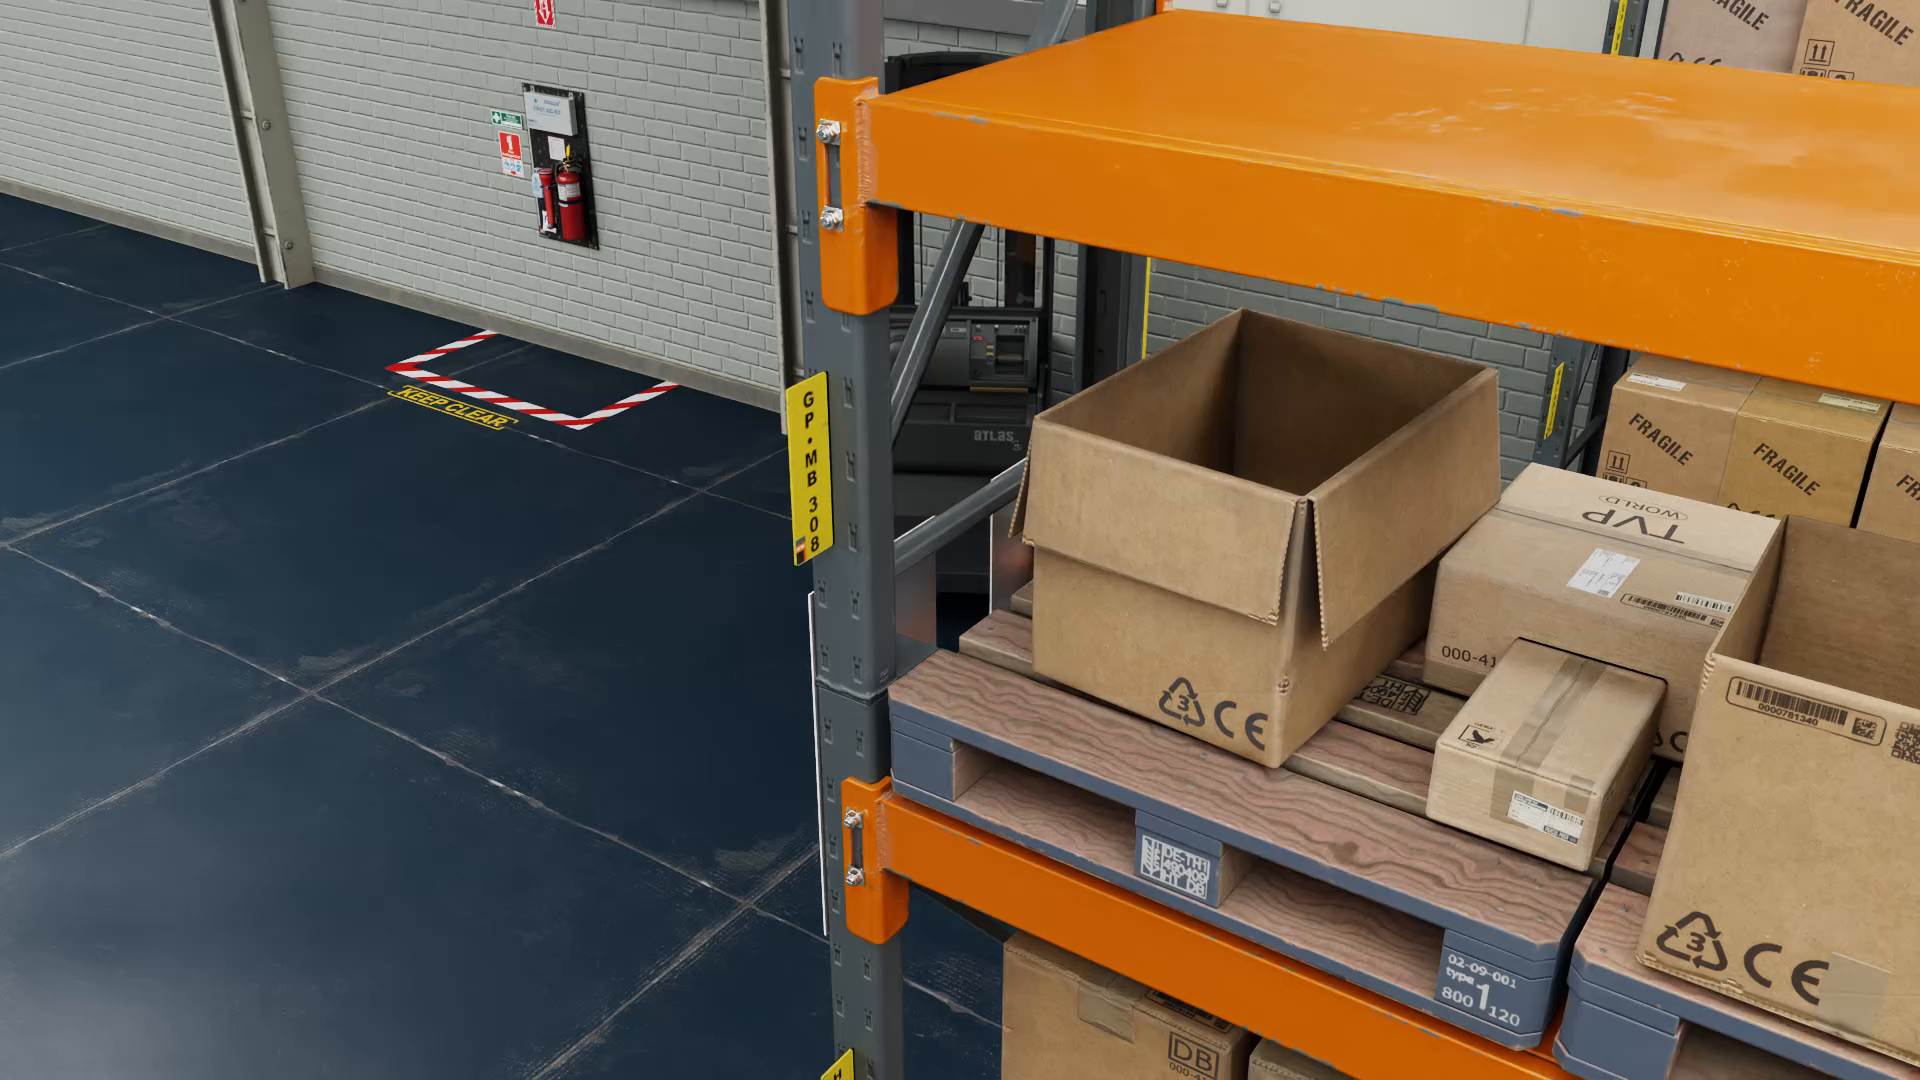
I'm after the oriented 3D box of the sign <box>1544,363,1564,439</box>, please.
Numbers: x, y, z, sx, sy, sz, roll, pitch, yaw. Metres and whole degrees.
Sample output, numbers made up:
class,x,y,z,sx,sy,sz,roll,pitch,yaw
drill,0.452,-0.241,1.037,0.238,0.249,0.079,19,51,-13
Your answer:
class,x,y,z,sx,sy,sz,roll,pitch,yaw
sign,2.560,-0.598,7.164,0.005,0.325,0.100,17,32,30

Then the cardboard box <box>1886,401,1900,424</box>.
class,x,y,z,sx,sy,sz,roll,pitch,yaw
cardboard box,3.785,-0.517,7.276,0.500,0.500,0.500,18,32,31

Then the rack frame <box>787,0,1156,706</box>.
class,x,y,z,sx,sy,sz,roll,pitch,yaw
rack frame,0.065,-1.236,2.757,0.127,3.000,1.000,17,32,30

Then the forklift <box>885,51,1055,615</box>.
class,x,y,z,sx,sy,sz,roll,pitch,yaw
forklift,-0.047,-1.025,9.032,1.130,2.935,3.031,2,27,4

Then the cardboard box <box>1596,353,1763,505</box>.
class,x,y,z,sx,sy,sz,roll,pitch,yaw
cardboard box,3.090,-0.457,7.157,0.500,0.500,0.500,17,32,30

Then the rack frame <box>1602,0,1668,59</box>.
class,x,y,z,sx,sy,sz,roll,pitch,yaw
rack frame,2.867,-3.089,6.398,0.127,3.000,1.000,17,32,30

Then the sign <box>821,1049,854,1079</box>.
class,x,y,z,sx,sy,sz,roll,pitch,yaw
sign,-0.254,1.222,3.499,0.005,0.325,0.100,17,32,30

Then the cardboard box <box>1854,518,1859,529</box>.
class,x,y,z,sx,sy,sz,roll,pitch,yaw
cardboard box,3.526,0.015,7.058,0.500,0.250,0.500,16,31,29

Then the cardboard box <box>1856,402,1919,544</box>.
class,x,y,z,sx,sy,sz,roll,pitch,yaw
cardboard box,3.914,-0.191,6.635,0.500,0.500,0.500,16,31,29

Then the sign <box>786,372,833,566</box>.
class,x,y,z,sx,sy,sz,roll,pitch,yaw
sign,-0.254,-0.118,2.817,0.005,0.325,0.100,17,32,30

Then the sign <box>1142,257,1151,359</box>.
class,x,y,z,sx,sy,sz,roll,pitch,yaw
sign,0.384,-0.458,3.646,0.005,0.325,0.100,17,32,30

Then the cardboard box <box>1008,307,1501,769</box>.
class,x,y,z,sx,sy,sz,roll,pitch,yaw
cardboard box,0.537,-0.046,2.994,0.637,0.503,0.797,20,33,34

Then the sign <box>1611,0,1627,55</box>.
class,x,y,z,sx,sy,sz,roll,pitch,yaw
sign,2.560,-1.939,6.482,0.005,0.325,0.100,17,32,30

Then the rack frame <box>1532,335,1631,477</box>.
class,x,y,z,sx,sy,sz,roll,pitch,yaw
rack frame,2.867,-0.415,7.759,0.127,3.000,1.000,17,32,30

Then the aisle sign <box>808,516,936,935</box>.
class,x,y,z,sx,sy,sz,roll,pitch,yaw
aisle sign,-0.162,0.377,3.337,0.004,0.787,0.394,17,32,30

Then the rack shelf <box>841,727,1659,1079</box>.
class,x,y,z,sx,sy,sz,roll,pitch,yaw
rack shelf,1.714,0.935,2.592,4.000,0.370,1.077,17,32,30

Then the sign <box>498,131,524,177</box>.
class,x,y,z,sx,sy,sz,roll,pitch,yaw
sign,-3.425,-2.945,12.691,0.234,0.329,0.001,17,32,30

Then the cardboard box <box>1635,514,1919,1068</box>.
class,x,y,z,sx,sy,sz,roll,pitch,yaw
cardboard box,1.280,0.335,2.249,0.500,0.500,0.500,17,32,30

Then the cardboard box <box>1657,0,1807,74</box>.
class,x,y,z,sx,sy,sz,roll,pitch,yaw
cardboard box,3.047,-2.062,6.452,0.500,0.500,0.500,15,31,27

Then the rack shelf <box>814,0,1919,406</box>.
class,x,y,z,sx,sy,sz,roll,pitch,yaw
rack shelf,1.714,-0.224,2.002,4.000,0.370,1.077,17,32,30

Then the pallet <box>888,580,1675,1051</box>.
class,x,y,z,sx,sy,sz,roll,pitch,yaw
pallet,0.634,0.331,3.082,1.213,0.211,1.003,17,32,30

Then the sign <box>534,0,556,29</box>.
class,x,y,z,sx,sy,sz,roll,pitch,yaw
sign,-2.978,-3.821,11.895,0.199,0.298,0.001,17,32,30

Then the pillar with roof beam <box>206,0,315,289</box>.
class,x,y,z,sx,sy,sz,roll,pitch,yaw
pillar with roof beam,-8.395,-4.705,9.573,0.400,9.000,9.100,17,32,30

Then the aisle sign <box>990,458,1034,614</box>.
class,x,y,z,sx,sy,sz,roll,pitch,yaw
aisle sign,0.178,0.152,3.777,0.004,0.787,0.394,17,32,30

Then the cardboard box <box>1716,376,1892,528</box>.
class,x,y,z,sx,sy,sz,roll,pitch,yaw
cardboard box,3.492,-0.326,6.900,0.500,0.500,0.500,17,32,30

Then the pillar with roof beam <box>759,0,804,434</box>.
class,x,y,z,sx,sy,sz,roll,pitch,yaw
pillar with roof beam,-3.449,-3.164,6.546,0.400,9.000,9.100,17,32,30

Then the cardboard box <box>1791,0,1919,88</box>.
class,x,y,z,sx,sy,sz,roll,pitch,yaw
cardboard box,3.432,-1.914,6.162,0.500,0.500,0.500,17,31,30

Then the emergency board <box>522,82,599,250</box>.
class,x,y,z,sx,sy,sz,roll,pitch,yaw
emergency board,-3.027,-2.749,12.344,0.643,1.169,0.194,17,32,30

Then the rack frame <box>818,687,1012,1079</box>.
class,x,y,z,sx,sy,sz,roll,pitch,yaw
rack frame,0.065,1.438,4.118,0.127,3.000,1.000,17,32,30

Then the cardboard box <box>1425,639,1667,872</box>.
class,x,y,z,sx,sy,sz,roll,pitch,yaw
cardboard box,0.935,0.331,2.645,0.250,0.149,0.380,17,32,30

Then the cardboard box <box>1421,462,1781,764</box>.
class,x,y,z,sx,sy,sz,roll,pitch,yaw
cardboard box,1.164,0.115,2.957,0.500,0.250,0.500,17,32,30

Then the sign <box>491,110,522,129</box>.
class,x,y,z,sx,sy,sz,roll,pitch,yaw
sign,-3.426,-3.177,12.561,0.331,0.109,0.001,17,32,30

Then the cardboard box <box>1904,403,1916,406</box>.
class,x,y,z,sx,sy,sz,roll,pitch,yaw
cardboard box,4.214,-0.386,7.018,0.500,0.500,0.500,16,31,29

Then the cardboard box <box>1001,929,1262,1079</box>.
class,x,y,z,sx,sy,sz,roll,pitch,yaw
cardboard box,0.487,0.953,3.530,0.500,0.500,0.700,17,32,30

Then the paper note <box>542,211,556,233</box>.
class,x,y,z,sx,sy,sz,roll,pitch,yaw
paper note,-3.134,-2.427,12.684,0.142,0.148,0.016,17,32,30

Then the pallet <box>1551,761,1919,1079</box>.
class,x,y,z,sx,sy,sz,roll,pitch,yaw
pallet,1.643,0.644,2.467,1.213,0.211,1.003,17,32,30

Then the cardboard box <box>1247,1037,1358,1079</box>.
class,x,y,z,sx,sy,sz,roll,pitch,yaw
cardboard box,0.923,1.086,3.268,0.500,0.500,0.700,16,31,29
